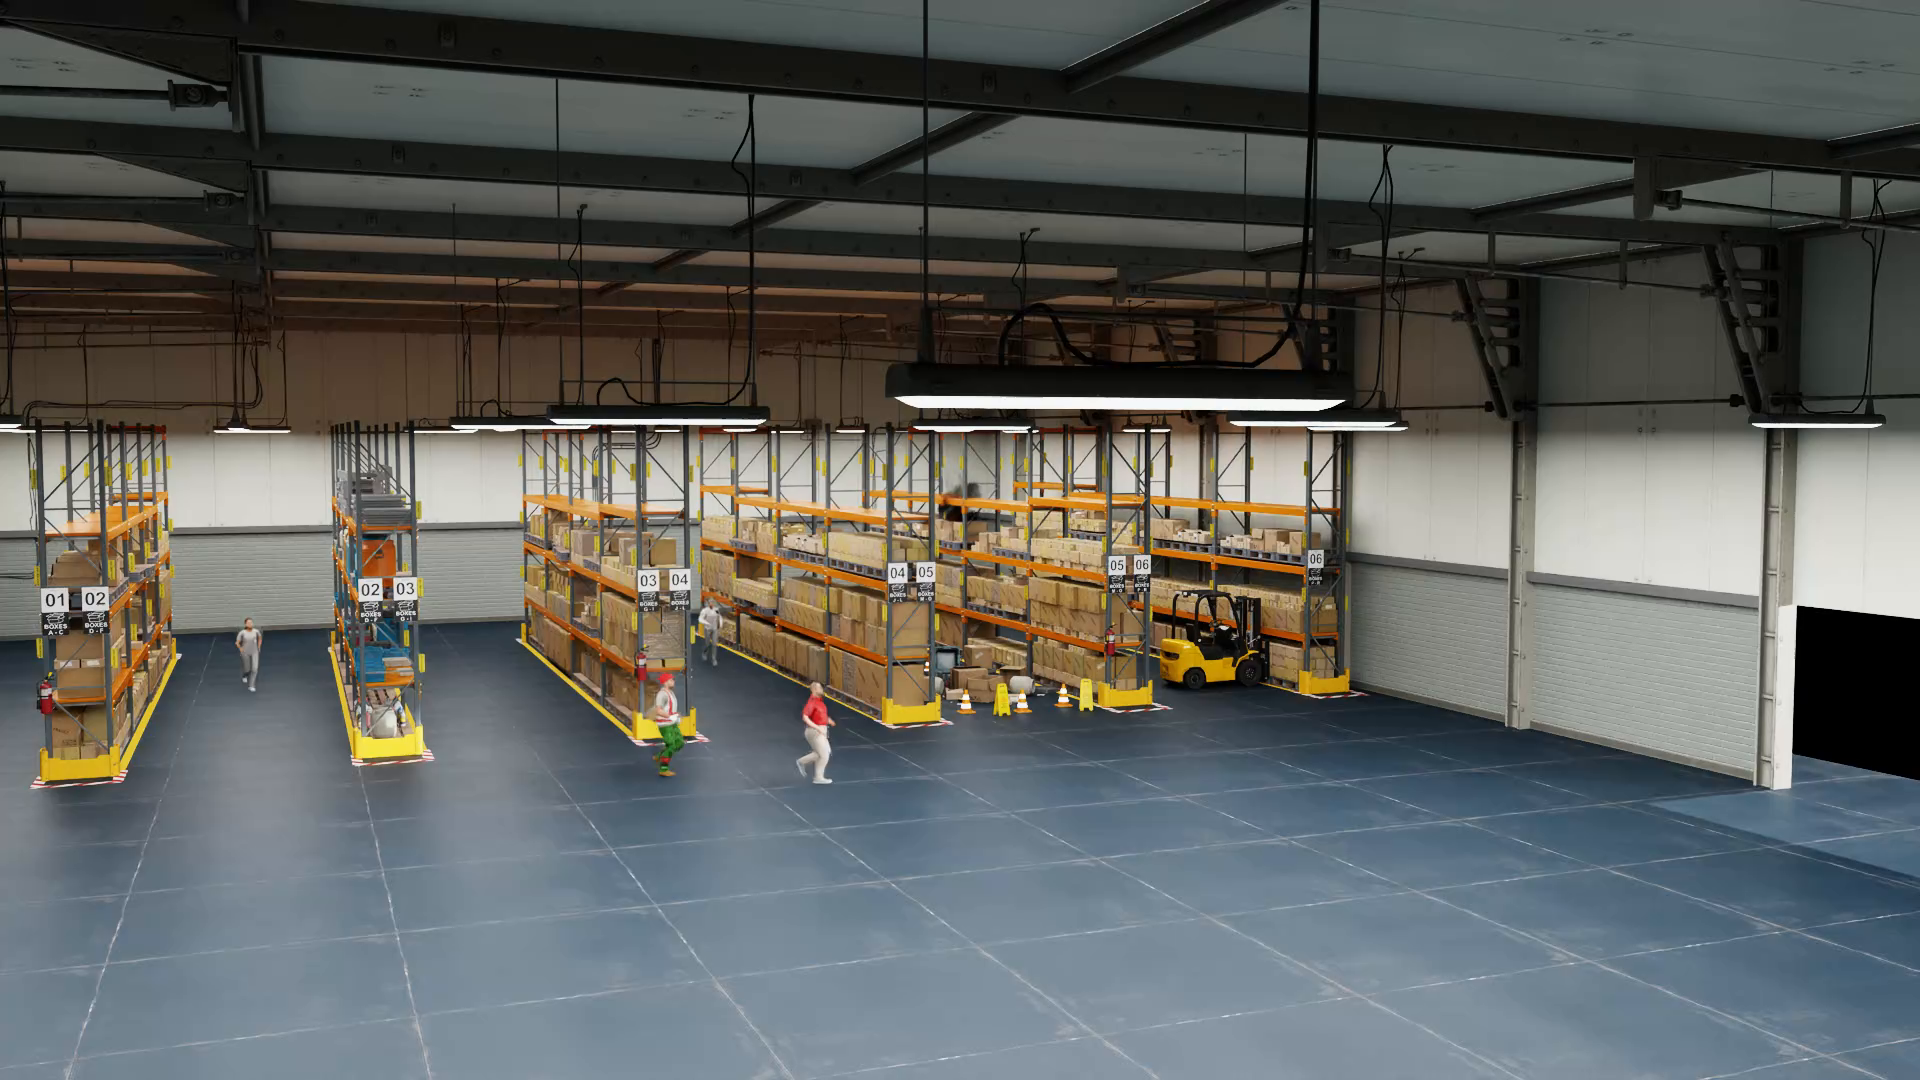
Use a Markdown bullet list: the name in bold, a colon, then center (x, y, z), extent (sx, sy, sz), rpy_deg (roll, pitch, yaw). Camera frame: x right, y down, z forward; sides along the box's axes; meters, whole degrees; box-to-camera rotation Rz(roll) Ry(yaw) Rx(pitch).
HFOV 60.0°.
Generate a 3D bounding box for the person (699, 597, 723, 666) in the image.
- **person**: center (-6.267, 2.268, 41.812), extent (0.638, 1.715, 0.818), rpy_deg (-2, 4, -24)

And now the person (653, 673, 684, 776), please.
- **person**: center (-4.915, 3.098, 27.951), extent (0.586, 1.745, 0.661), rpy_deg (0, 4, 8)

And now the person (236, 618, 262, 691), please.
- **person**: center (-16.017, 2.571, 37.506), extent (0.571, 1.639, 0.715), rpy_deg (-2, 4, -34)

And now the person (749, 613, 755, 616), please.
- **person**: center (-6.118, 1.862, 49.544), extent (0.557, 1.545, 0.519), rpy_deg (-3, 5, -41)

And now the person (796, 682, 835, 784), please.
- **person**: center (-2.404, 3.170, 27.344), extent (0.664, 1.682, 0.656), rpy_deg (0, 4, 7)
